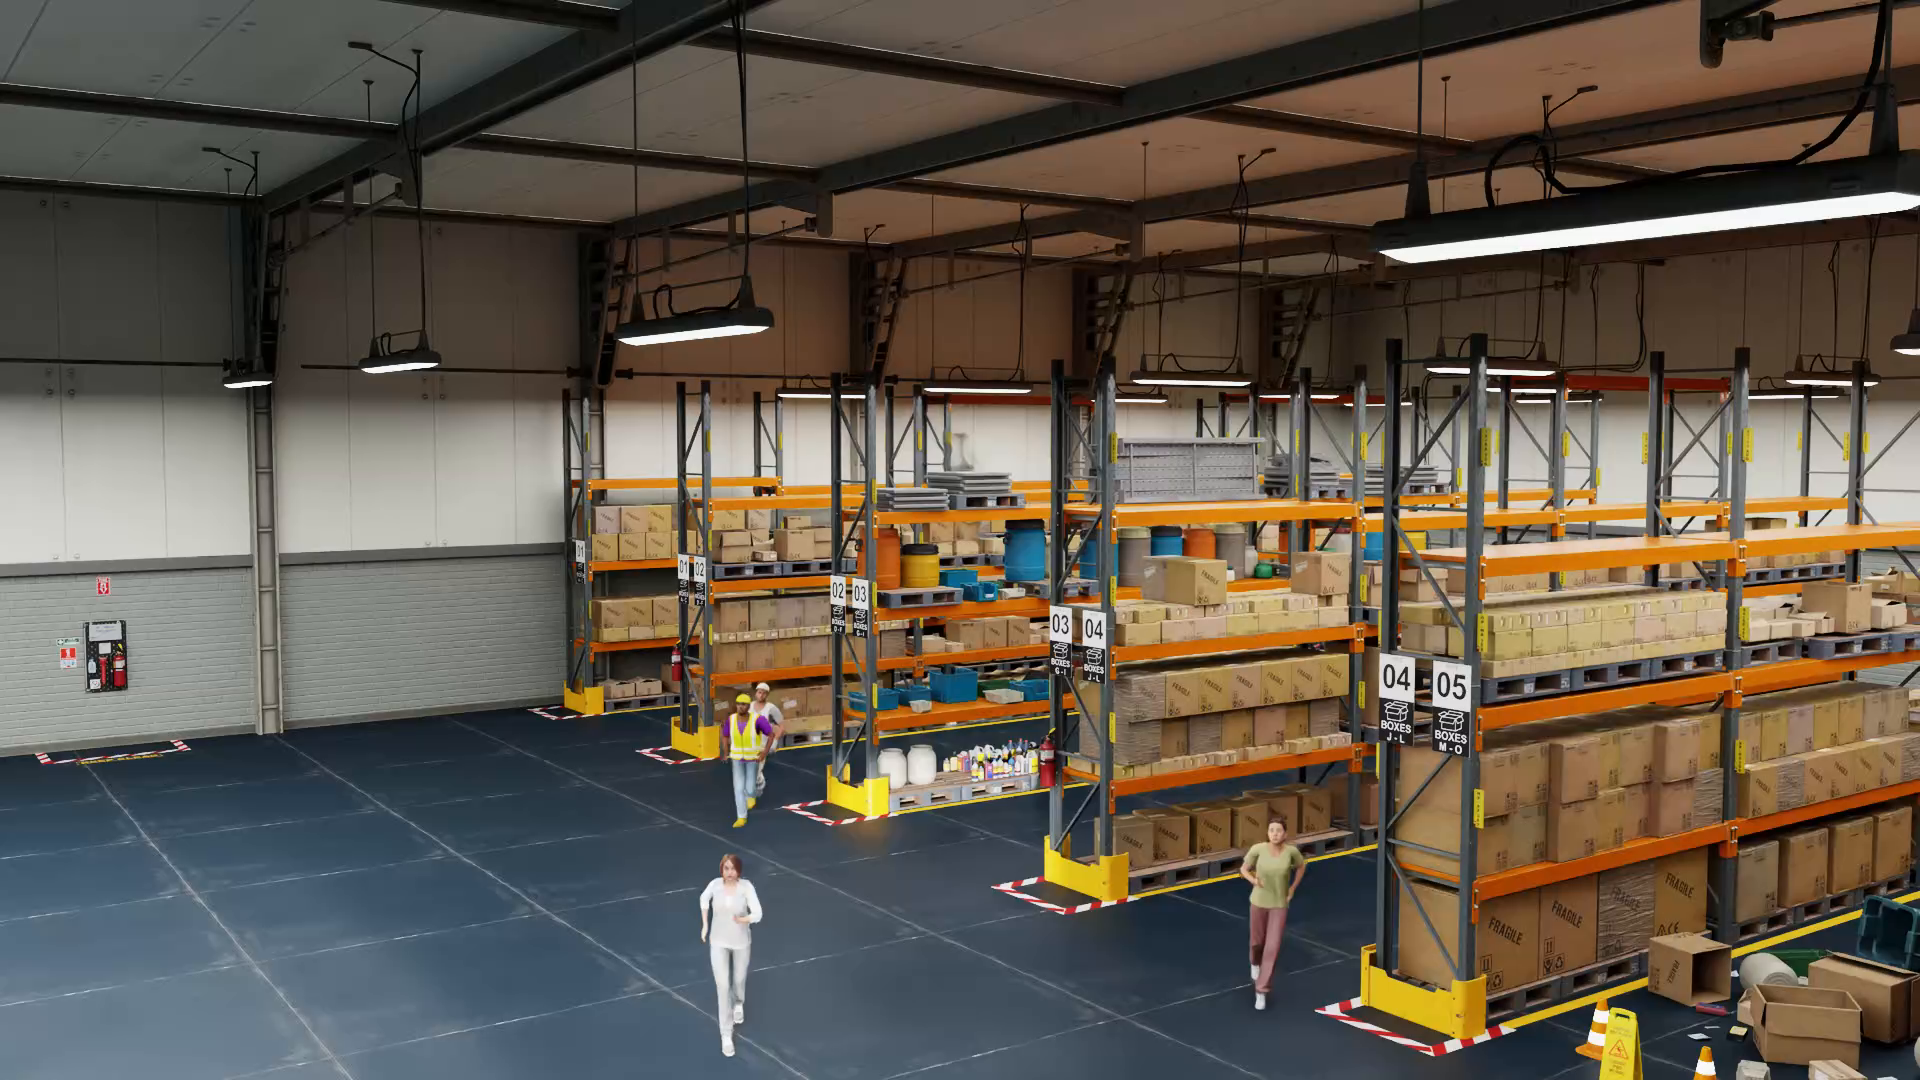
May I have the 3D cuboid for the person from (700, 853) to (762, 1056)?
[{"bbox_3d":[-1.939,3.434,14.101,0.520,1.612,0.855,0,4,-8],"label":"person"}]

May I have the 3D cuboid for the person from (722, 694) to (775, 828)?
[{"bbox_3d":[-2.805,2.889,22.051,0.715,1.750,0.674,0,4,7],"label":"person"}]

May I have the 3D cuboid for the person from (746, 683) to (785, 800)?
[{"bbox_3d":[-2.784,2.830,22.947,0.725,1.736,0.552,1,4,16],"label":"person"}]

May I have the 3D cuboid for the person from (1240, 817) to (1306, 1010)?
[{"bbox_3d":[2.859,3.355,15.234,0.589,1.680,0.881,1,4,14],"label":"person"}]
